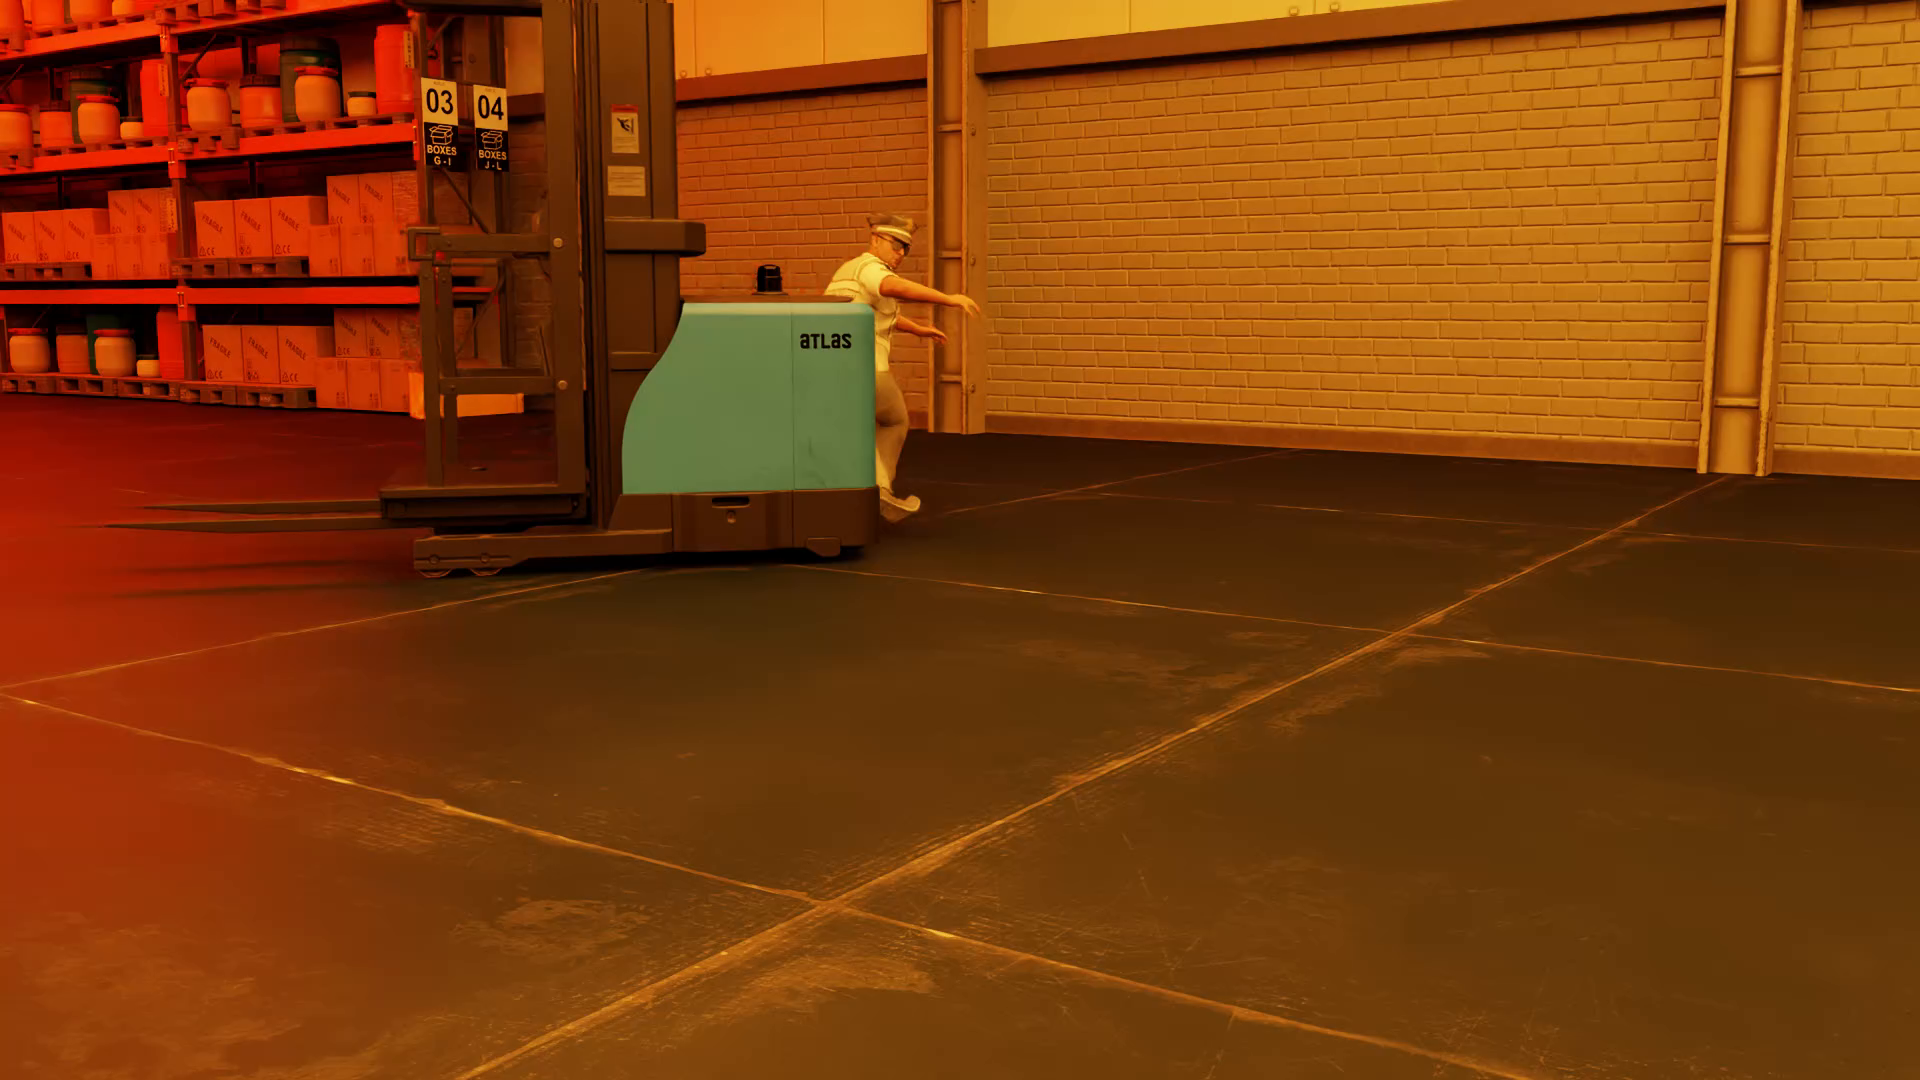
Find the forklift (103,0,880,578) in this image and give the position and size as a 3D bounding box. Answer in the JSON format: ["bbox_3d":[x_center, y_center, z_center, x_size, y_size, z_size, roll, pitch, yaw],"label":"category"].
[{"bbox_3d":[-1.912,-1.382,6.909,3.031,2.935,1.130,-2,8,-13],"label":"forklift"}]

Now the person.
[{"bbox_3d":[-0.252,-0.833,8.287,0.916,1.548,1.130,5,10,32],"label":"person"}]
